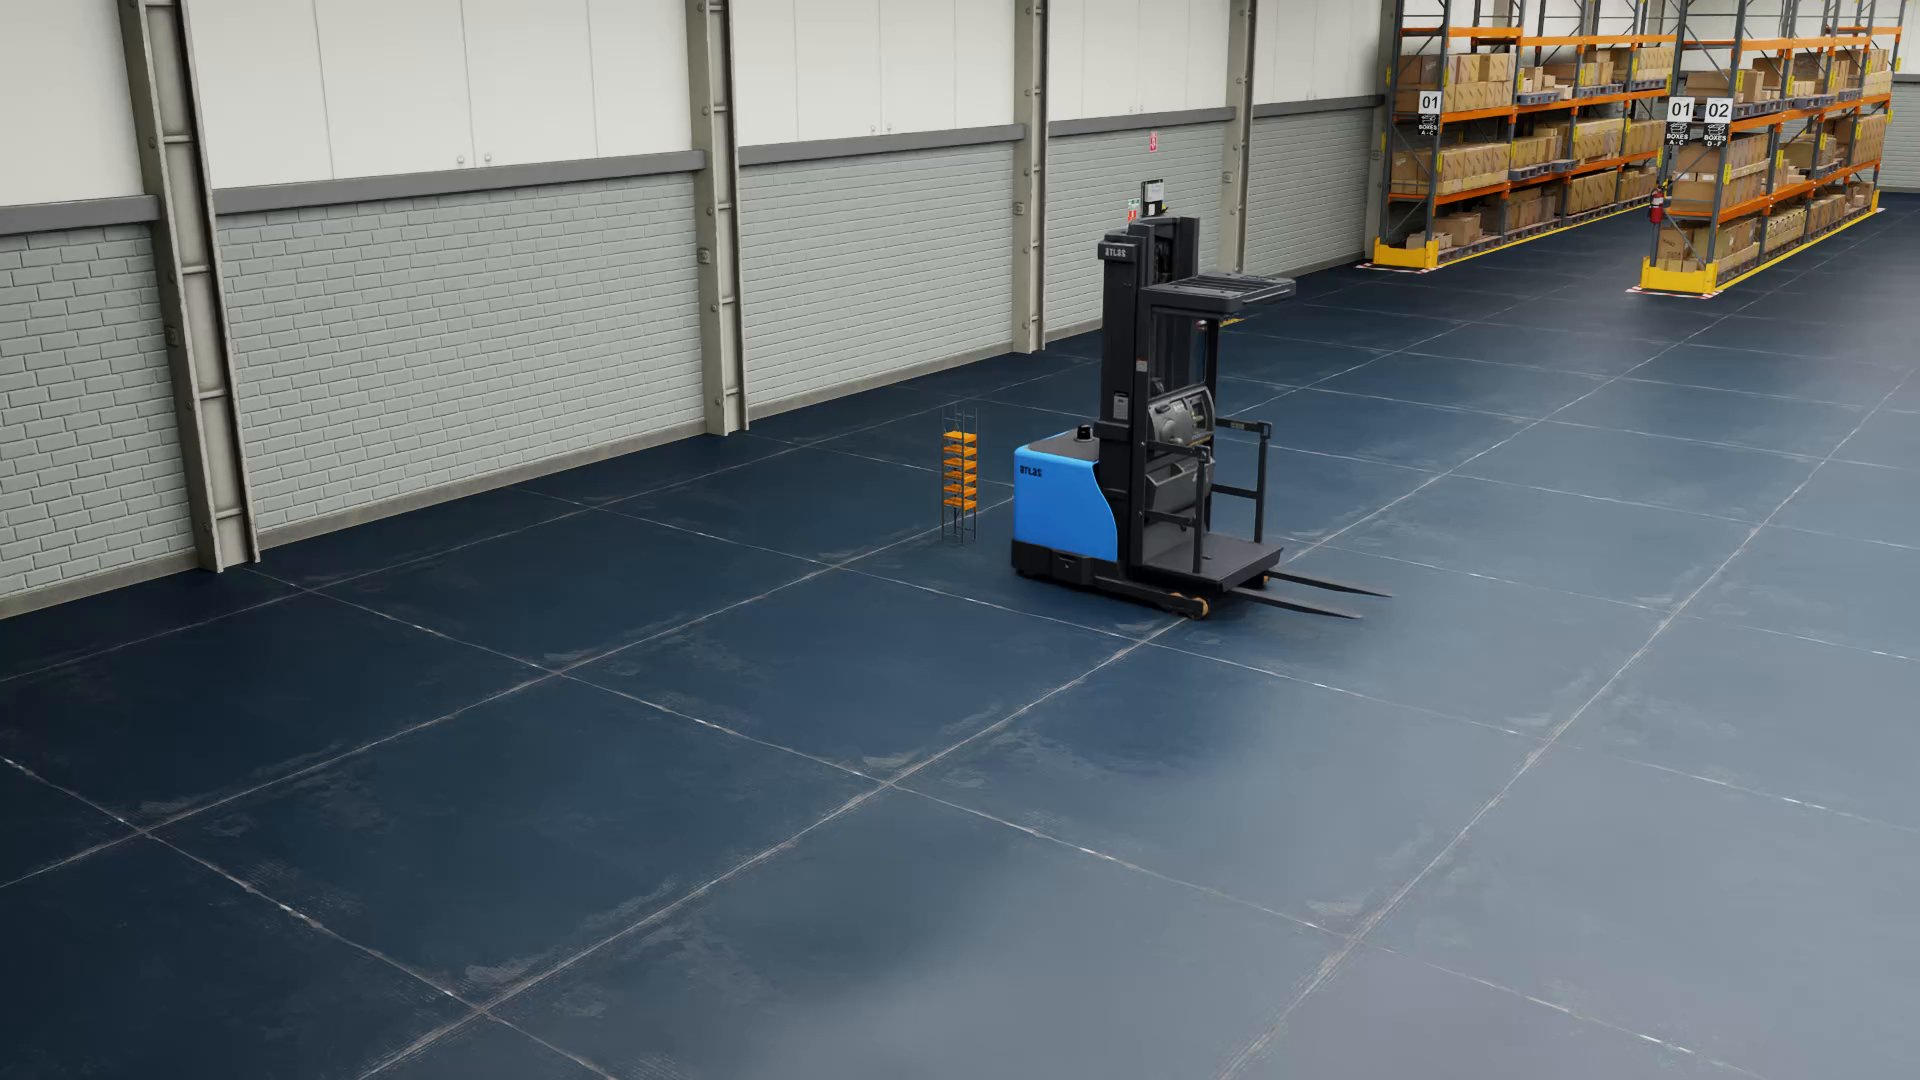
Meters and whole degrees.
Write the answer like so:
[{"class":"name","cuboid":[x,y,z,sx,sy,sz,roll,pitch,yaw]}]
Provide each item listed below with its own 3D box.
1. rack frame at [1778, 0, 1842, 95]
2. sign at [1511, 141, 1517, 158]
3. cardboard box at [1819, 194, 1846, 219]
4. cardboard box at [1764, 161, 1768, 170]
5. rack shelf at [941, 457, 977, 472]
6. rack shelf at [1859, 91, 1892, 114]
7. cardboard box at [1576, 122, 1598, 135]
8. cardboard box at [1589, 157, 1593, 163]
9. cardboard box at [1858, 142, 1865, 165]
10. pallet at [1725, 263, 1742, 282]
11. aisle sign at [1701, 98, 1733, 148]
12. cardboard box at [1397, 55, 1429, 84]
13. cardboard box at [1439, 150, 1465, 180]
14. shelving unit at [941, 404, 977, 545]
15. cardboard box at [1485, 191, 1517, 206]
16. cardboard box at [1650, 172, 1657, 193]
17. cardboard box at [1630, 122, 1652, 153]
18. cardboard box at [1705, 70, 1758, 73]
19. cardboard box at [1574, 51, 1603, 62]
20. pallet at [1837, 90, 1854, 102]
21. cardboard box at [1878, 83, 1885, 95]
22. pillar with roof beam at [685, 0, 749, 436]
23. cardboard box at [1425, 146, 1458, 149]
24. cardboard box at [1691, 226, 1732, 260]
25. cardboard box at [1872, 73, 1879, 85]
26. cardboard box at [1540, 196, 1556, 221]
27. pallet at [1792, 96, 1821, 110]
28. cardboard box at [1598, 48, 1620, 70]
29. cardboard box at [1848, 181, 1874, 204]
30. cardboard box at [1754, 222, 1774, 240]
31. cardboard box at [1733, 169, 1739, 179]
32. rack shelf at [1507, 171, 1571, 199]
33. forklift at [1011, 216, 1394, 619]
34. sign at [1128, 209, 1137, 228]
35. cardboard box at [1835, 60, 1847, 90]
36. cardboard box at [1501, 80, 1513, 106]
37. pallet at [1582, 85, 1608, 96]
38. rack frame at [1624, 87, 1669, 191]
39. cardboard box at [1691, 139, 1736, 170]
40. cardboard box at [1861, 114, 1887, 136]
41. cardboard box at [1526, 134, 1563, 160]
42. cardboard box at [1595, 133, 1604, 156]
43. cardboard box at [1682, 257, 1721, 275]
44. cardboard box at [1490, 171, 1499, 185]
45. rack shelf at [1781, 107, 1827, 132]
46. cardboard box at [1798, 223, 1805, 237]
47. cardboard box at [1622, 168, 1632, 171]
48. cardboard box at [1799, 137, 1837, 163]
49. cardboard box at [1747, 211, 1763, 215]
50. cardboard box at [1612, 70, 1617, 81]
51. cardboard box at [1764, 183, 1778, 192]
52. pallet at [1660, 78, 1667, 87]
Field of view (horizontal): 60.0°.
[{"class":"rack frame","cuboid":[17.130,-10.525,33.463,1.000,3.000,0.127,12,21,35]},{"class":"sign","cuboid":[11.206,-7.901,33.670,0.100,0.325,0.005,12,21,35]},{"class":"cardboard box","cuboid":[19.449,-7.461,37.185,0.500,0.500,0.500,12,21,34]},{"class":"cardboard box","cuboid":[14.757,-6.962,30.844,0.380,0.149,0.250,12,21,35]},{"class":"rack shelf","cuboid":[-0.009,-0.642,14.532,0.258,0.103,0.180,12,21,35]},{"class":"rack shelf","cuboid":[20.705,-10.178,38.617,1.077,0.370,4.000,12,21,35]},{"class":"cardboard box","cuboid":[14.241,-9.403,37.996,0.500,0.250,0.500,13,21,35]},{"class":"cardboard box","cuboid":[14.437,-8.829,38.507,0.380,0.149,0.250,13,21,35]},{"class":"cardboard box","cuboid":[20.338,-8.856,38.037,0.500,0.500,0.500,13,21,36]},{"class":"pallet","cuboid":[13.513,-4.902,30.173,1.003,0.211,1.213,12,21,35]},{"class":"aisle sign","cuboid":[12.570,-6.926,27.607,0.394,0.787,0.004,12,21,35]},{"class":"cardboard box","cuboid":[8.430,-8.745,30.902,0.500,0.500,0.500,14,22,37]},{"class":"cardboard box","cuboid":[9.211,-7.102,31.510,0.500,0.500,0.500,12,21,35]},{"class":"shelving unit","cuboid":[-0.009,-0.570,14.555,0.258,1.200,0.189,12,21,35]},{"class":"cardboard box","cuboid":[11.451,-7.240,35.209,0.500,0.250,0.500,12,21,34]},{"class":"cardboard box","cuboid":[17.579,-9.262,43.019,0.700,0.500,0.500,12,21,35]},{"class":"cardboard box","cuboid":[16.734,-10.105,41.720,0.980,0.700,0.700,11,20,32]},{"class":"cardboard box","cuboid":[13.664,-8.087,29.551,0.797,0.503,0.637,15,23,41]},{"class":"cardboard box","cuboid":[14.586,-11.215,38.569,0.500,0.250,0.500,12,21,33]},{"class":"pallet","cuboid":[18.453,-9.565,35.747,1.213,0.211,1.003,12,21,35]},{"class":"cardboard box","cuboid":[21.208,-10.519,38.754,0.500,0.250,0.500,12,21,35]},{"class":"pillar with roof beam","cuboid":[0.837,-4.766,14.917,9.100,9.000,0.400,12,21,35]},{"class":"cardboard box","cuboid":[9.405,-7.437,32.589,0.500,0.500,0.500,13,21,35]},{"class":"cardboard box","cuboid":[13.158,-5.208,29.121,0.500,0.500,0.500,12,21,35]},{"class":"cardboard box","cuboid":[20.606,-10.521,37.917,0.500,0.250,0.500,12,21,35]},{"class":"cardboard box","cuboid":[12.762,-7.370,36.893,0.700,0.500,0.500,13,21,35]},{"class":"pallet","cuboid":[16.133,-8.558,32.505,1.003,0.211,1.213,14,22,37]},{"class":"cardboard box","cuboid":[15.761,-11.662,40.294,0.500,0.500,0.500,12,21,34]},{"class":"cardboard box","cuboid":[21.770,-8.409,40.237,0.500,0.500,0.500,12,21,35]},{"class":"cardboard box","cuboid":[15.193,-5.917,31.723,0.500,0.311,0.500,13,21,35]},{"class":"cardboard box","cuboid":[13.384,-6.414,29.077,0.380,0.149,0.250,12,21,33]},{"class":"rack shelf","cuboid":[11.958,-7.715,35.742,1.077,0.370,4.000,12,21,35]},{"class":"forklift","cuboid":[1.903,-0.968,12.917,3.031,2.935,1.130,13,21,35]},{"class":"sign","cuboid":[2.615,-4.841,25.216,0.001,0.329,0.234,12,21,35]},{"class":"cardboard box","cuboid":[18.774,-10.071,36.014,0.600,0.600,0.600,12,21,34]},{"class":"cardboard box","cuboid":[10.662,-8.907,33.109,0.500,0.500,0.500,13,22,36]},{"class":"pallet","cuboid":[14.154,-10.307,38.136,1.003,0.211,1.213,14,22,37]},{"class":"rack frame","cuboid":[17.916,-10.440,43.305,1.000,3.000,0.127,12,21,35]},{"class":"cardboard box","cuboid":[12.992,-6.670,28.808,0.700,0.500,0.500,12,21,33]},{"class":"cardboard box","cuboid":[21.852,-9.936,39.828,0.500,0.500,0.500,12,21,34]},{"class":"cardboard box","cuboid":[12.877,-8.679,36.723,0.700,0.500,0.500,10,20,28]},{"class":"cardboard box","cuboid":[14.564,-9.171,38.514,0.500,0.500,0.500,13,22,36]},{"class":"cardboard box","cuboid":[12.861,-4.731,28.848,0.500,0.250,0.500,12,21,35]},{"class":"cardboard box","cuboid":[10.424,-7.236,33.207,0.500,0.250,0.500,13,21,35]},{"class":"rack shelf","cuboid":[15.938,-8.273,32.481,1.077,0.370,4.000,12,21,35]},{"class":"cardboard box","cuboid":[17.012,-6.379,34.156,0.500,0.250,0.500,13,21,36]},{"class":"cardboard box","cuboid":[16.891,-9.396,42.357,0.380,0.149,0.250,13,21,35]},{"class":"cardboard box","cuboid":[18.510,-8.429,35.954,0.700,0.500,0.500,7,19,21]},{"class":"cardboard box","cuboid":[15.970,-6.495,33.583,0.500,0.311,0.500,12,21,33]},{"class":"cardboard box","cuboid":[15.752,-11.301,40.396,0.500,0.250,0.500,13,21,35]},{"class":"cardboard box","cuboid":[15.439,-6.762,31.886,0.380,0.149,0.250,12,21,35]},{"class":"pallet","cuboid":[17.482,-11.652,42.298,1.003,0.211,1.213,12,21,35]}]
